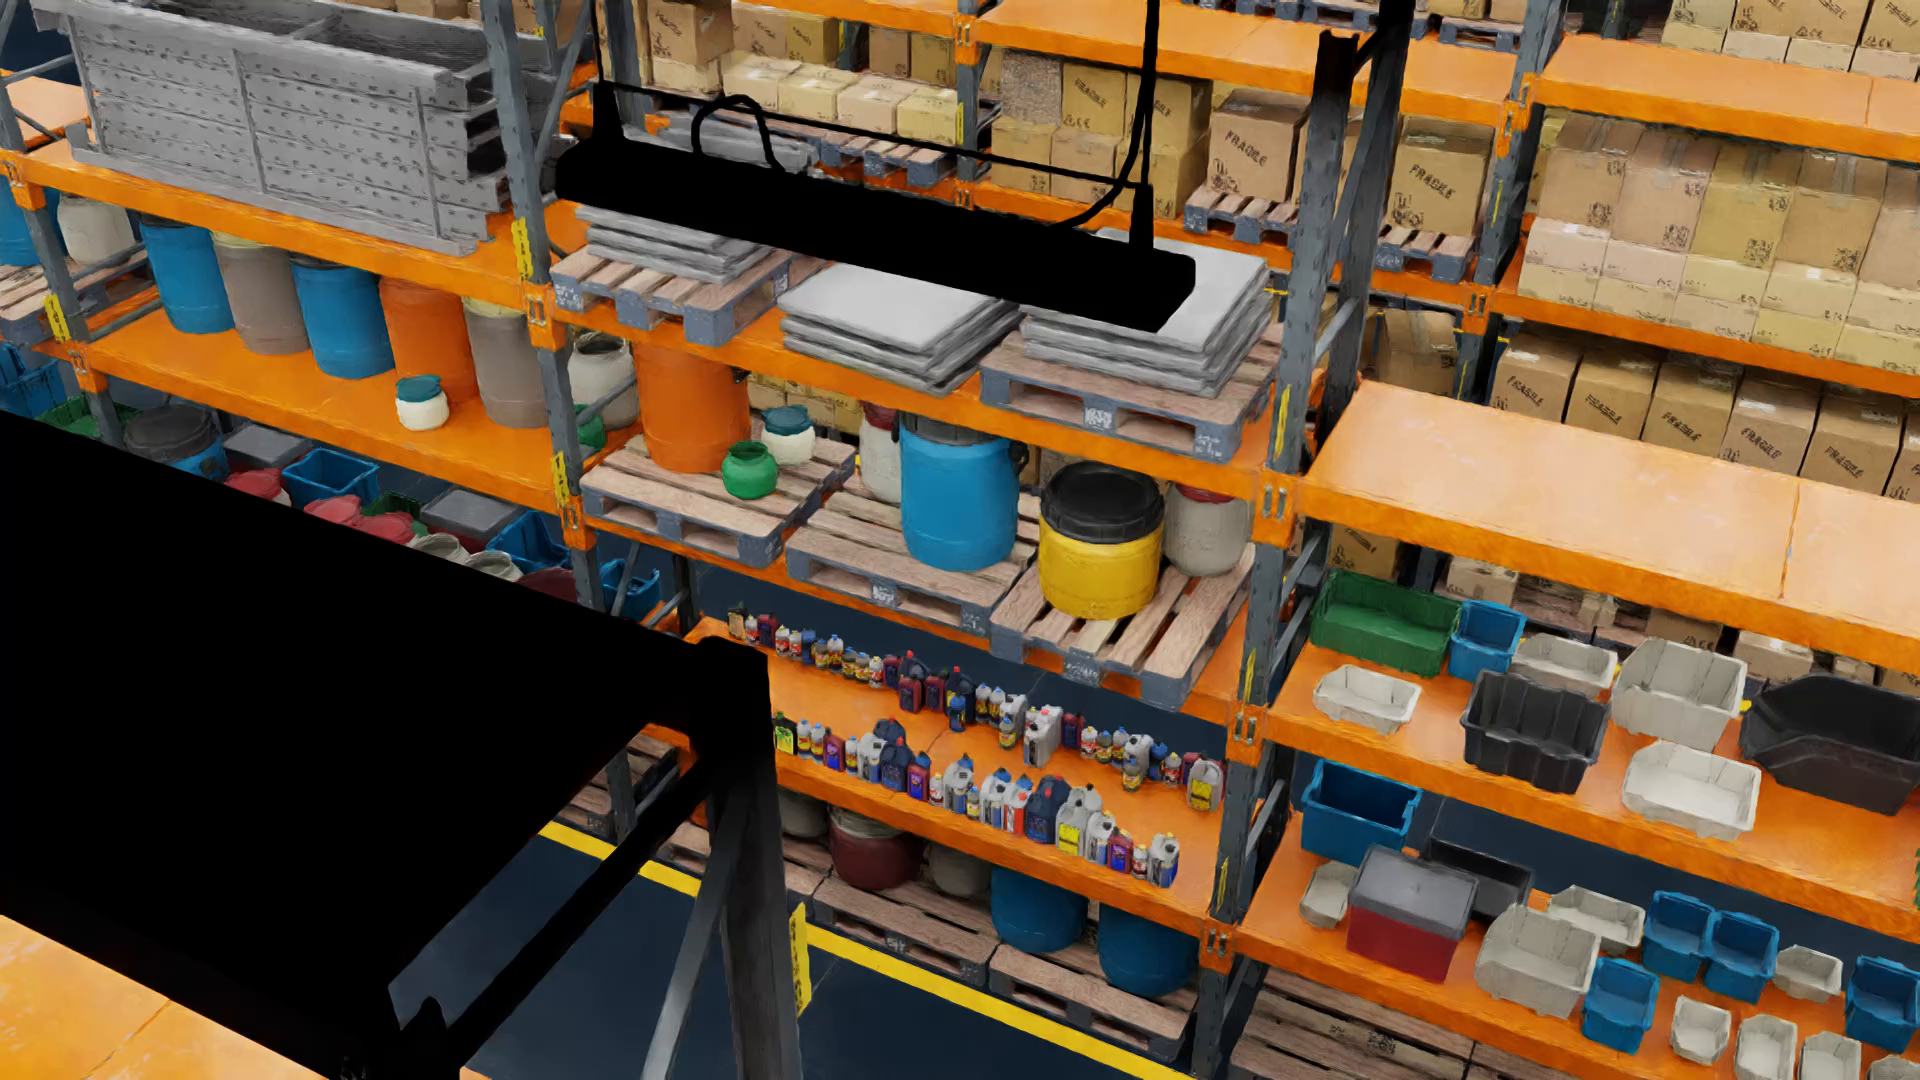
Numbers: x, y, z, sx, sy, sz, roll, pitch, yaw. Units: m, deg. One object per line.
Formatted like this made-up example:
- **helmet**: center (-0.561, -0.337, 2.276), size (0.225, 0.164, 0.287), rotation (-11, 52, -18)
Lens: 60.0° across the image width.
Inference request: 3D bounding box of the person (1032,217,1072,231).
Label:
- **person**: center (0.881, -2.426, 15.832), size (0.552, 1.742, 0.677), rotation (16, 38, 21)
